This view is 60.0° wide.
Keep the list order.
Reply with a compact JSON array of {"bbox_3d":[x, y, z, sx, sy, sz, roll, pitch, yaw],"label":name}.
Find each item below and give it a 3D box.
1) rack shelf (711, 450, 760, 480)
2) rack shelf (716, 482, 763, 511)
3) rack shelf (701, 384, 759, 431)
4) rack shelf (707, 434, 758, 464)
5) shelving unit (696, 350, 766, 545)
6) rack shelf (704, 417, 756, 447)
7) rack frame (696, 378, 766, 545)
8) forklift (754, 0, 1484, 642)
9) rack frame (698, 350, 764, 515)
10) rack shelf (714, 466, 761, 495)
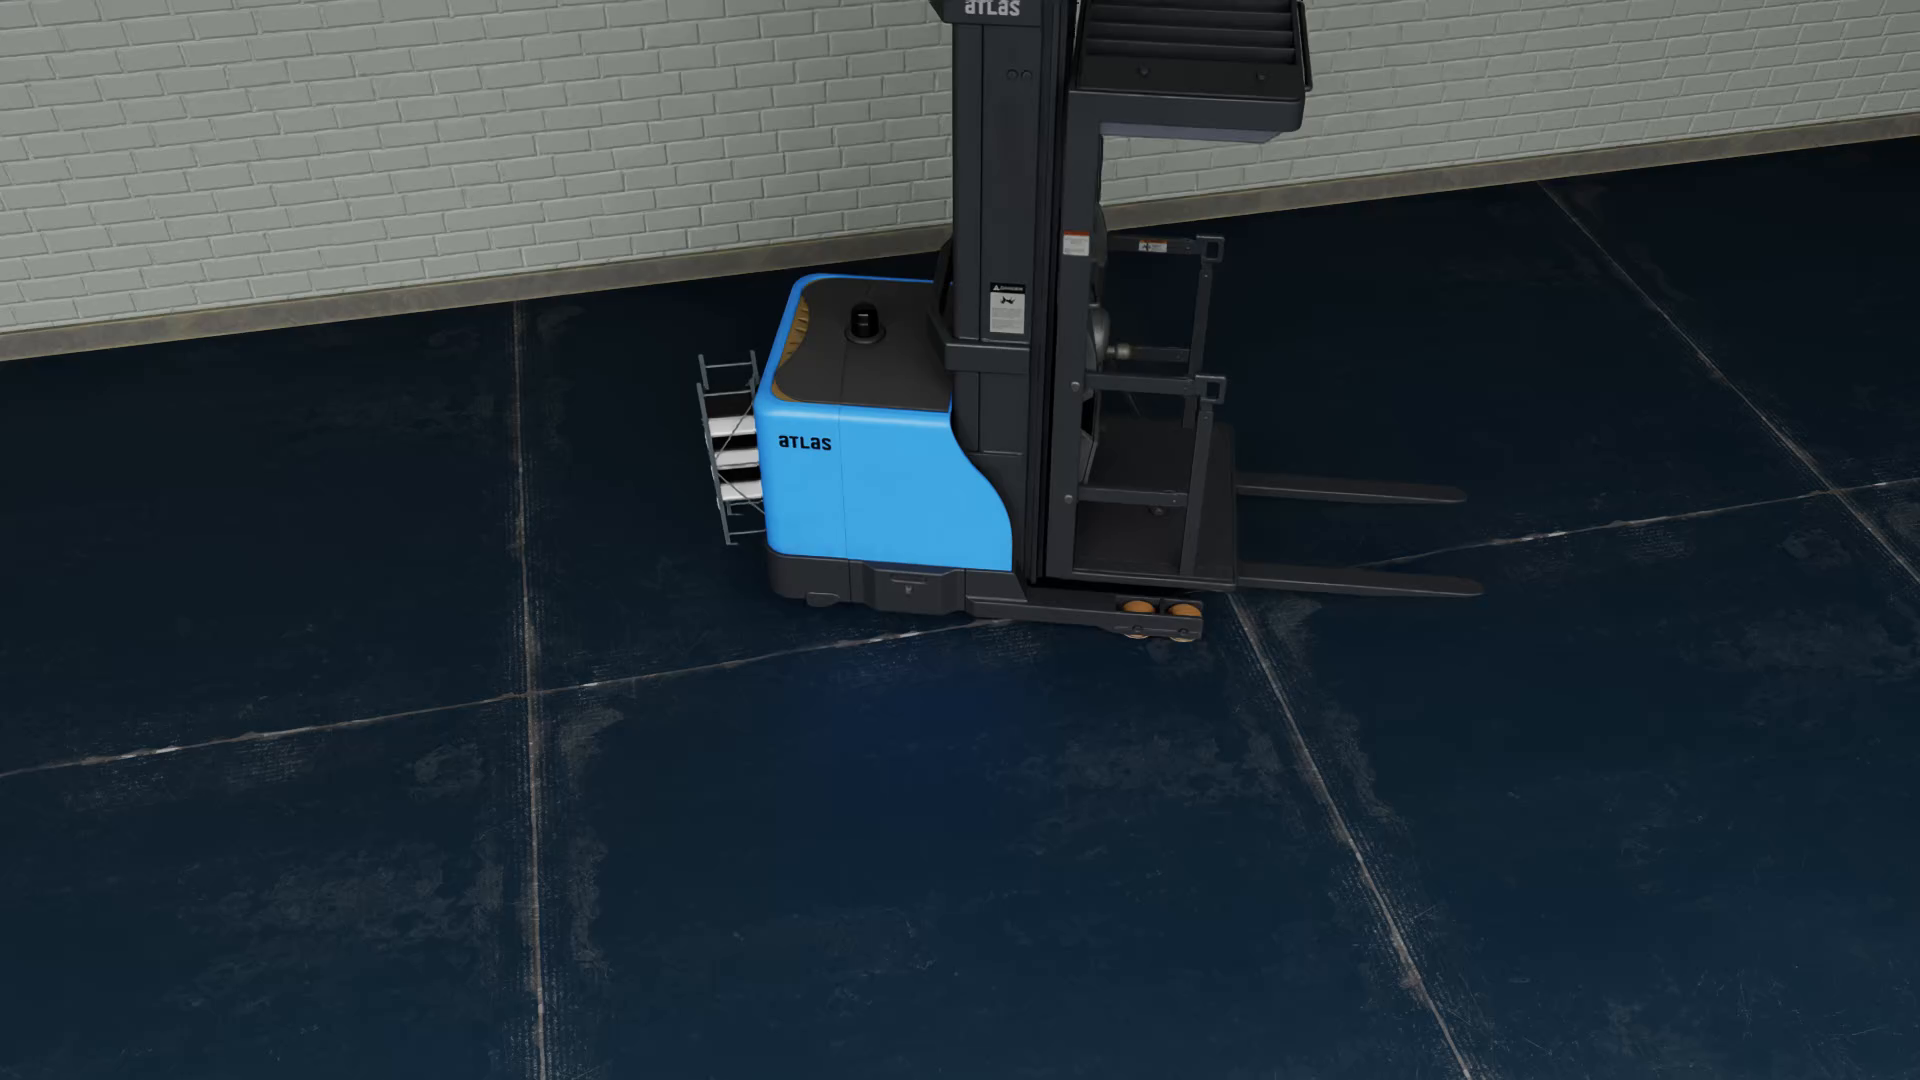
[{"bbox_3d":[-0.962,-0.368,7.309,0.258,0.077,0.200,-5,42,-2],"label":"rack shelf"},{"bbox_3d":[-0.954,-0.234,7.429,0.258,0.077,0.200,-5,42,-2],"label":"rack shelf"},{"bbox_3d":[-0.975,-0.569,7.129,0.258,0.077,0.200,-5,42,-2],"label":"rack shelf"},{"bbox_3d":[-0.967,-0.435,7.249,0.258,0.077,0.200,-5,42,-2],"label":"rack shelf"},{"bbox_3d":[-0.964,-0.393,7.287,0.258,0.900,0.210,-5,42,-2],"label":"shelving unit"},{"bbox_3d":[-0.971,-0.502,7.189,0.258,0.077,0.200,-5,42,-2],"label":"rack shelf"},{"bbox_3d":[-0.956,-0.326,7.211,0.240,0.900,0.006,-5,42,-2],"label":"rack frame"},{"bbox_3d":[0.721,-1.037,6.492,3.031,2.935,1.130,4,42,5],"label":"forklift"},{"bbox_3d":[-0.972,-0.460,7.363,0.240,0.900,0.006,-5,42,-2],"label":"rack frame"},{"bbox_3d":[-0.958,-0.301,7.369,0.258,0.077,0.200,-5,42,-2],"label":"rack shelf"}]
